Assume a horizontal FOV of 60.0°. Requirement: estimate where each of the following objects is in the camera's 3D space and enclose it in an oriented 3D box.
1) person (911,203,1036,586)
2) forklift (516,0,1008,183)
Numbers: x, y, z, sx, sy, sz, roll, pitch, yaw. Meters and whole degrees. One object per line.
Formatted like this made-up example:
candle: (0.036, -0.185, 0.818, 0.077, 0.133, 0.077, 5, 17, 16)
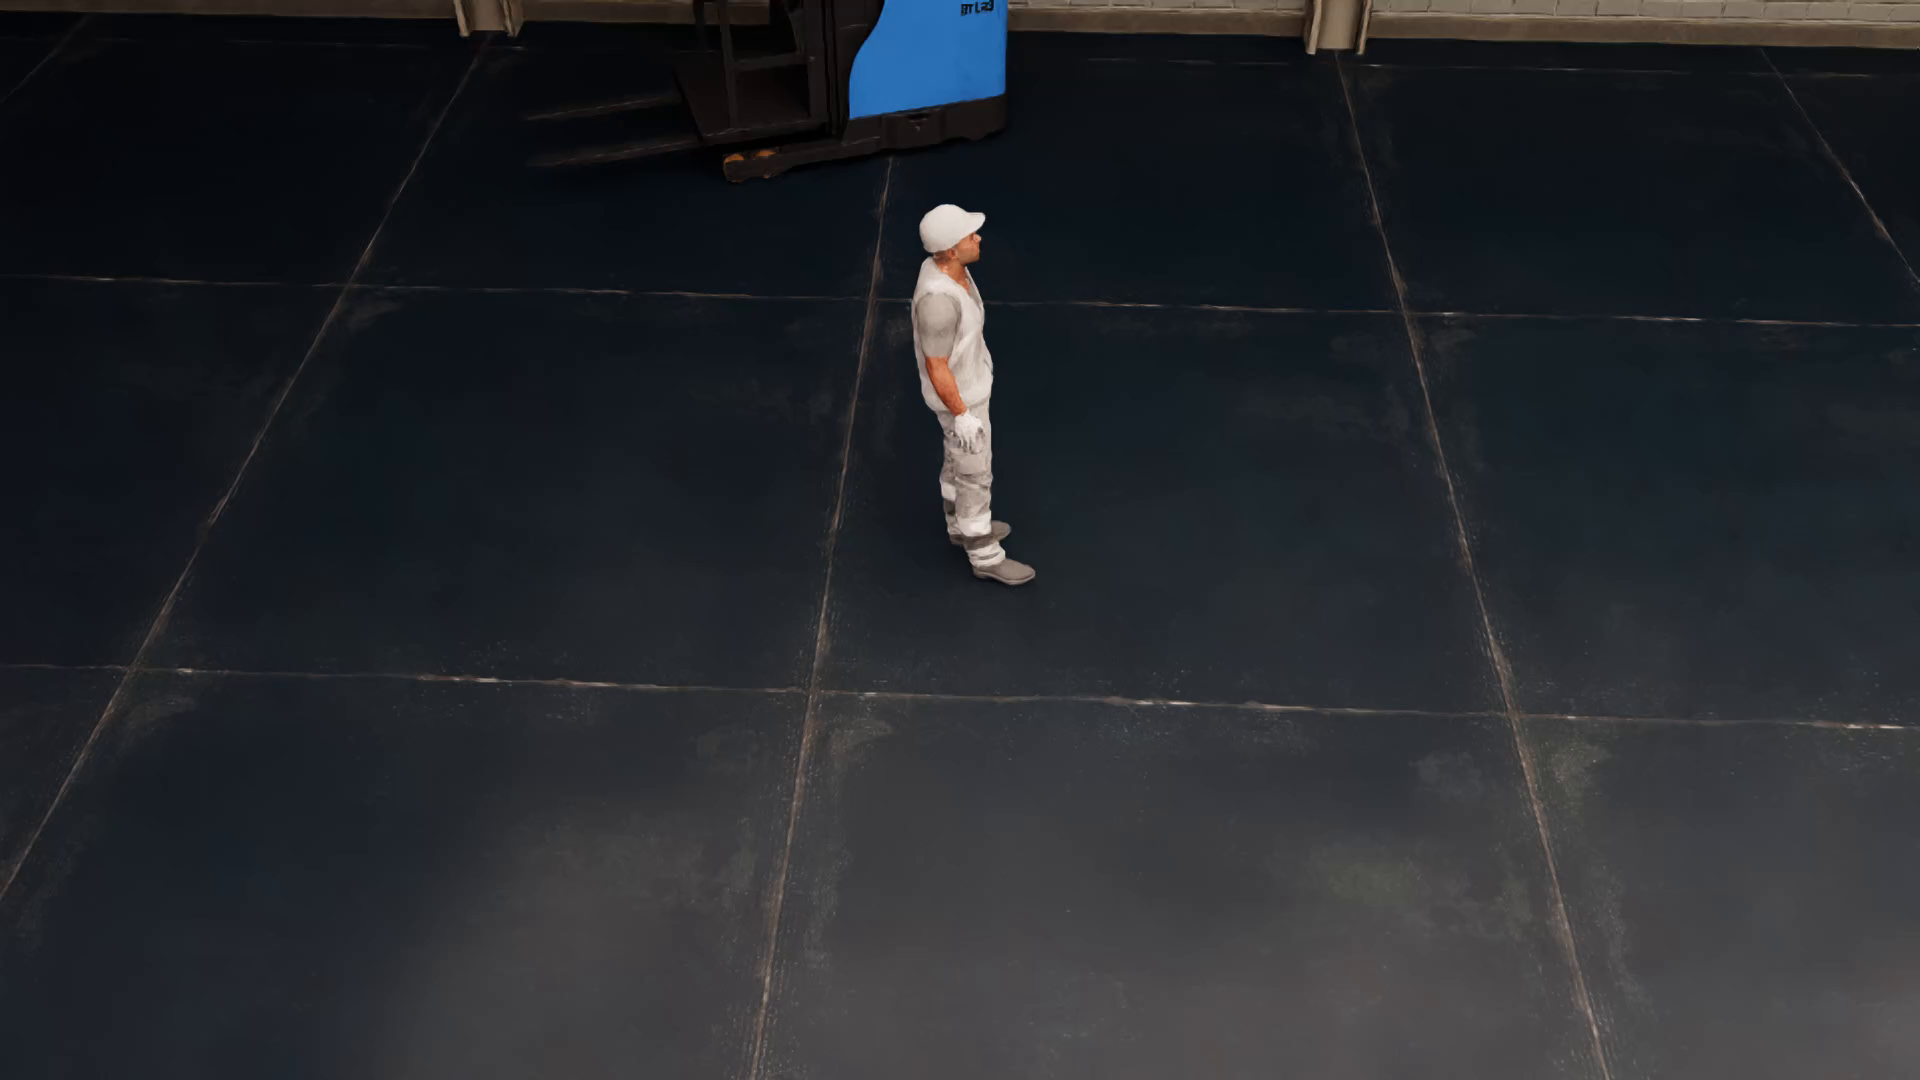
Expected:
person: (0.080, -0.656, 7.298, 0.563, 1.787, 0.637, 2, 42, 2)
forklift: (-1.270, -3.708, 9.804, 3.031, 2.935, 1.130, -12, 44, -13)
